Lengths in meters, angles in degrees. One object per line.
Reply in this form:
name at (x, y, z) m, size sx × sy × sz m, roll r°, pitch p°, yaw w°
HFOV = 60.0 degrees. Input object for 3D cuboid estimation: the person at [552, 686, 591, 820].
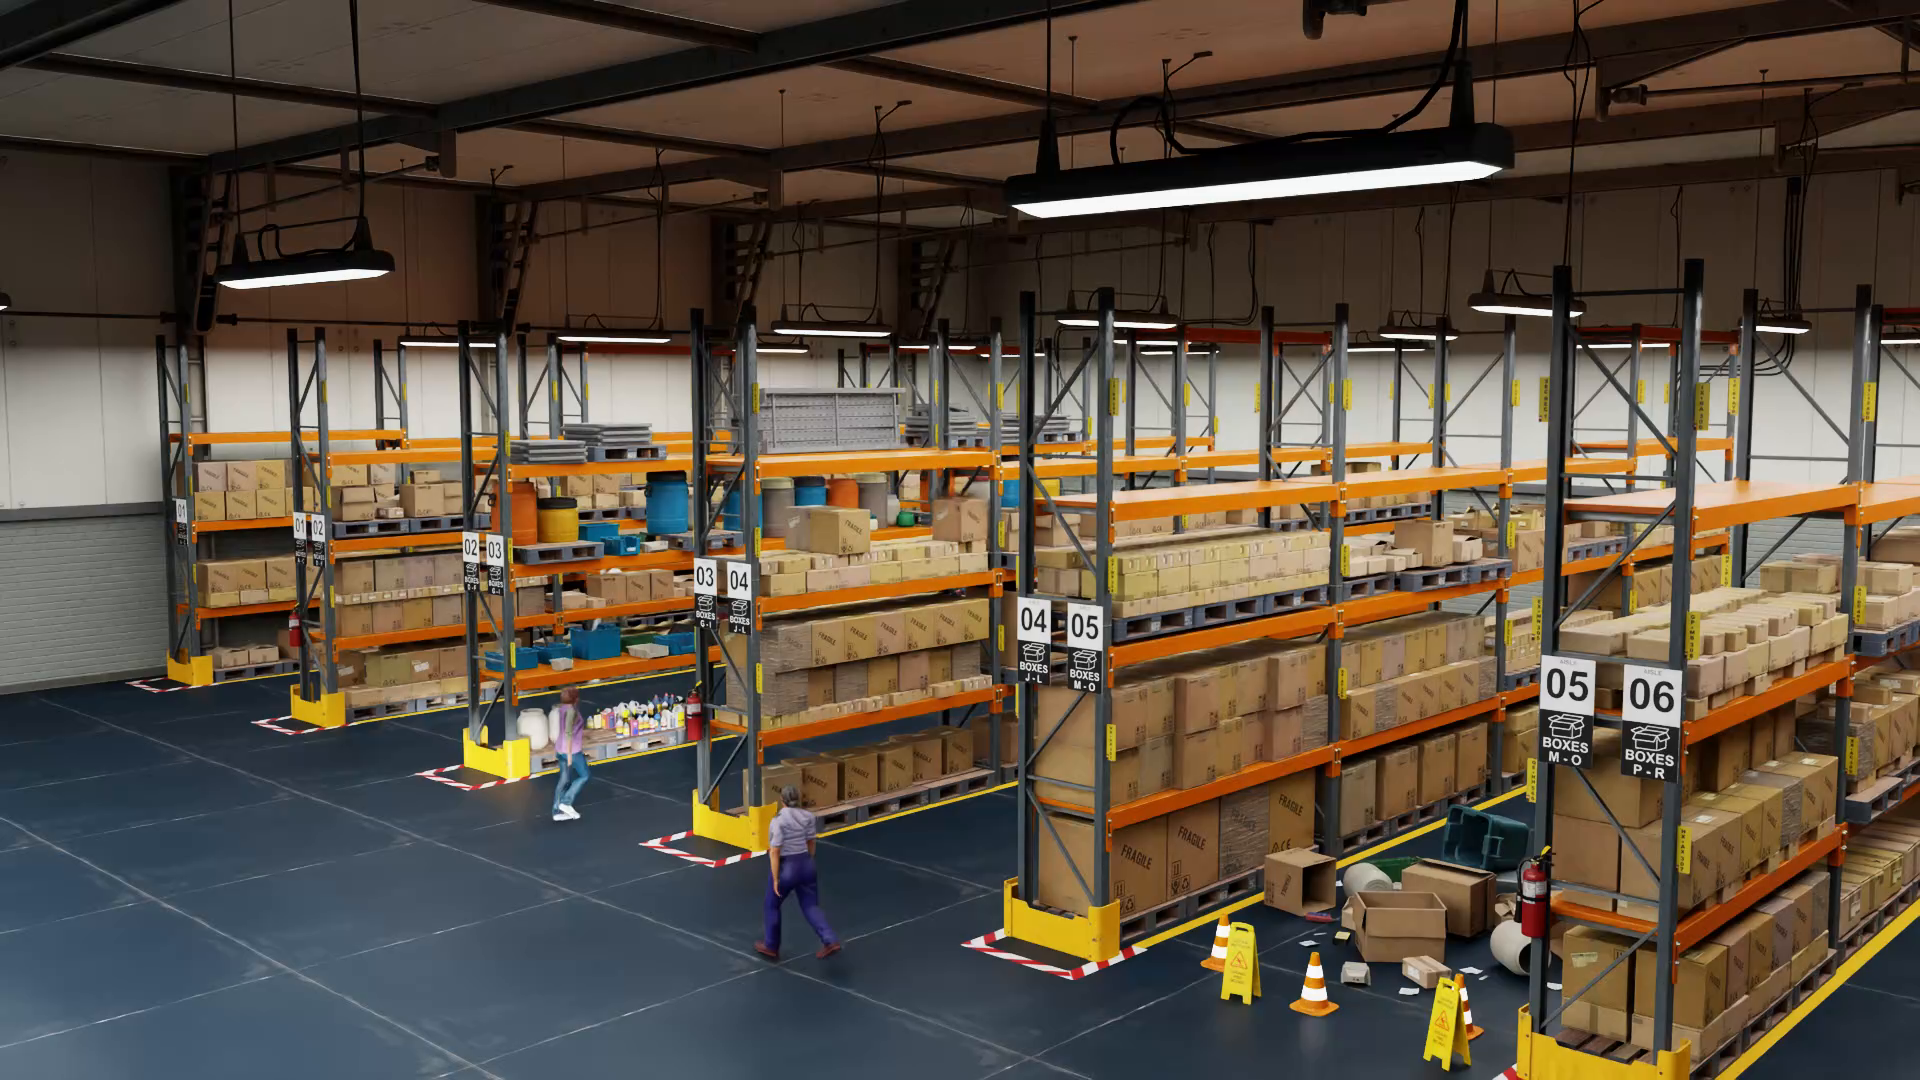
person at (-4.642, 2.519, 19.691) m, size 0.450 × 1.580 × 0.454 m, roll -4°, pitch 7°, yaw -39°

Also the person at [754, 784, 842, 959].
person at (-1.479, 2.966, 14.826) m, size 0.481 × 1.602 × 0.962 m, roll -5°, pitch 7°, yaw -43°

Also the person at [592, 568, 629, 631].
person at (-7.013, 1.178, 33.022) m, size 0.704 × 1.728 × 1.099 m, roll 4°, pitch 6°, yaw 34°
